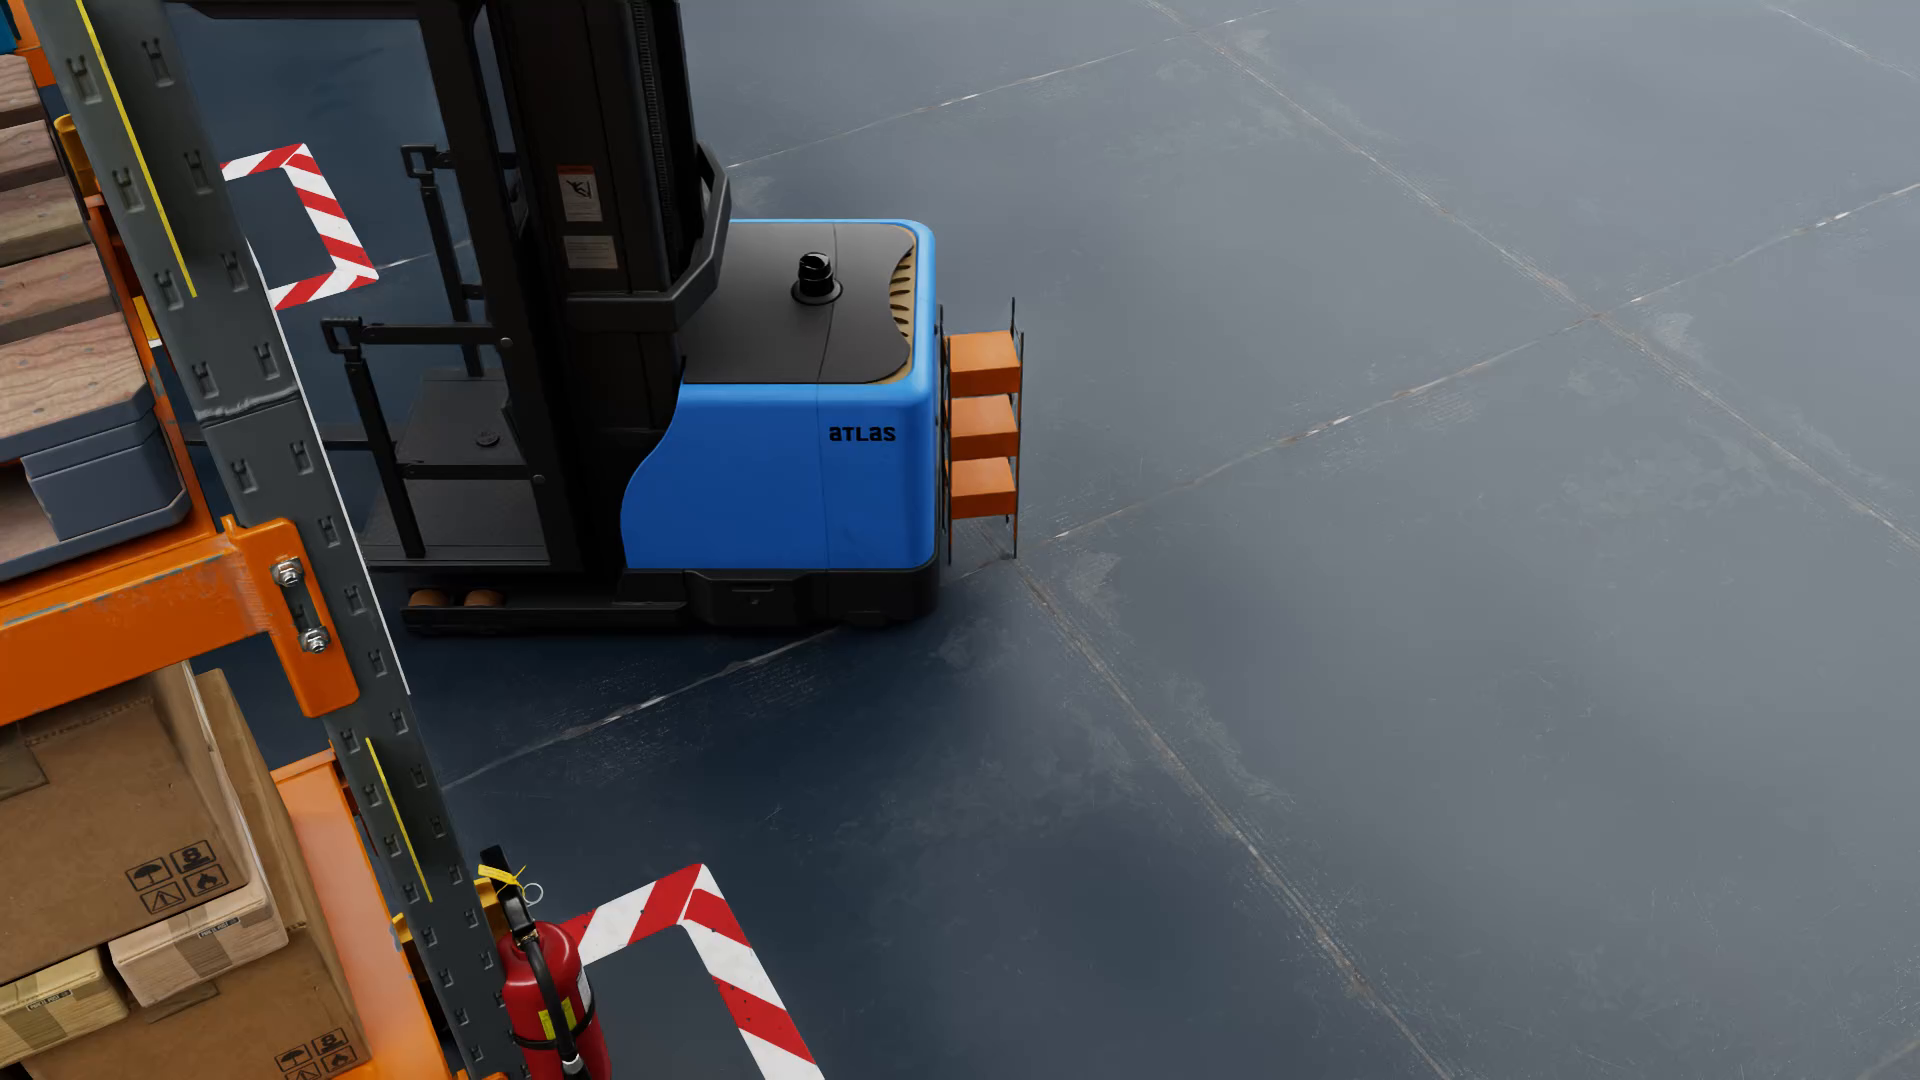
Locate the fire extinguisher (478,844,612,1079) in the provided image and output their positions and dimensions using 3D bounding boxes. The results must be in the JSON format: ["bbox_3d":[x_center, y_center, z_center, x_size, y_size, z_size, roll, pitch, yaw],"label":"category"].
[{"bbox_3d":[-0.812,0.881,3.244,0.183,0.674,0.296,-22,48,-21],"label":"fire extinguisher"}]

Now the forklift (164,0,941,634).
[{"bbox_3d":[-1.591,-1.086,5.265,3.031,2.935,1.130,0,44,0],"label":"forklift"}]

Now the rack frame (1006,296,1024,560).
[{"bbox_3d":[0.192,-0.372,5.880,0.008,1.050,0.200,-6,44,-6],"label":"rack frame"}]

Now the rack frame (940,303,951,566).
[{"bbox_3d":[-0.050,-0.348,5.855,0.008,1.050,0.200,-6,44,-6],"label":"rack frame"}]

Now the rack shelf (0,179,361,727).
[{"bbox_3d":[-2.880,0.490,1.954,4.000,0.370,1.077,-22,48,-21],"label":"rack shelf"}]

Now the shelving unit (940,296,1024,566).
[{"bbox_3d":[0.071,-0.360,5.867,0.252,1.050,0.215,-6,44,-6],"label":"shelving unit"}]

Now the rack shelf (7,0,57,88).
[{"bbox_3d":[-5.344,-1.426,6.082,4.000,0.370,1.077,-22,48,-21],"label":"rack shelf"}]

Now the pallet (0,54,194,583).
[{"bbox_3d":[-1.772,-0.201,2.213,1.213,0.211,1.003,-22,48,-21],"label":"pallet"}]

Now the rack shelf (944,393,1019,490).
[{"bbox_3d":[0.071,-0.353,5.875,0.240,0.259,0.215,-6,44,-6],"label":"rack shelf"}]

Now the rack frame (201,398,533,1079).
[{"bbox_3d":[-1.146,0.614,3.463,0.127,3.000,1.000,-22,48,-21],"label":"rack frame"}]

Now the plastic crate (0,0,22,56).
[{"bbox_3d":[-3.895,-1.971,6.233,0.616,0.251,0.499,-22,48,-21],"label":"plastic crate"}]

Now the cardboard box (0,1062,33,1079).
[{"bbox_3d":[-2.010,0.918,3.079,0.500,0.500,0.700,-21,48,-20],"label":"cardboard box"}]

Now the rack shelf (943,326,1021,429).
[{"bbox_3d":[0.071,-0.556,5.677,0.240,0.259,0.215,-6,44,-6],"label":"rack shelf"}]

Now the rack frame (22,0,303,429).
[{"bbox_3d":[-1.146,-1.539,1.374,0.127,3.000,1.000,-22,48,-21],"label":"rack frame"}]

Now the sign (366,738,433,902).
[{"bbox_3d":[-0.888,0.446,2.635,0.005,0.325,0.100,-22,48,-21],"label":"sign"}]

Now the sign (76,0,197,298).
[{"bbox_3d":[-0.888,-0.419,1.795,0.005,0.325,0.100,-22,48,-21],"label":"sign"}]

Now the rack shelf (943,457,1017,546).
[{"bbox_3d":[0.071,-0.153,6.068,0.240,0.259,0.215,-6,44,-6],"label":"rack shelf"}]

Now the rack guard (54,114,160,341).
[{"bbox_3d":[-3.653,-1.426,7.361,0.348,0.500,1.175,-22,48,-21],"label":"rack guard"}]

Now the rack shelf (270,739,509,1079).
[{"bbox_3d":[-2.880,1.566,2.999,4.000,0.370,1.077,-22,48,-21],"label":"rack shelf"}]

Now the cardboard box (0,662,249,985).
[{"bbox_3d":[-1.603,0.285,2.799,0.500,0.500,0.700,-22,48,-21],"label":"cardboard box"}]

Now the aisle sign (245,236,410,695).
[{"bbox_3d":[-0.943,-0.164,2.399,0.004,0.787,0.394,-22,48,-21],"label":"aisle sign"}]

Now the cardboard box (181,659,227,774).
[{"bbox_3d":[-1.593,0.352,3.196,0.250,0.149,0.380,-22,48,-21],"label":"cardboard box"}]

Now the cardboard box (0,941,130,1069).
[{"bbox_3d":[-1.609,0.685,2.853,0.250,0.149,0.380,-21,48,-20],"label":"cardboard box"}]

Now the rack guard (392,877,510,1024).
[{"bbox_3d":[-1.125,1.503,4.342,0.348,0.500,1.175,-22,48,-21],"label":"rack guard"}]

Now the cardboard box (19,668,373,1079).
[{"bbox_3d":[-1.557,0.733,3.270,0.500,0.500,0.700,-22,48,-21],"label":"cardboard box"}]

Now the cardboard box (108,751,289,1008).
[{"bbox_3d":[-1.382,0.593,2.947,0.250,0.149,0.380,-23,49,-22],"label":"cardboard box"}]
